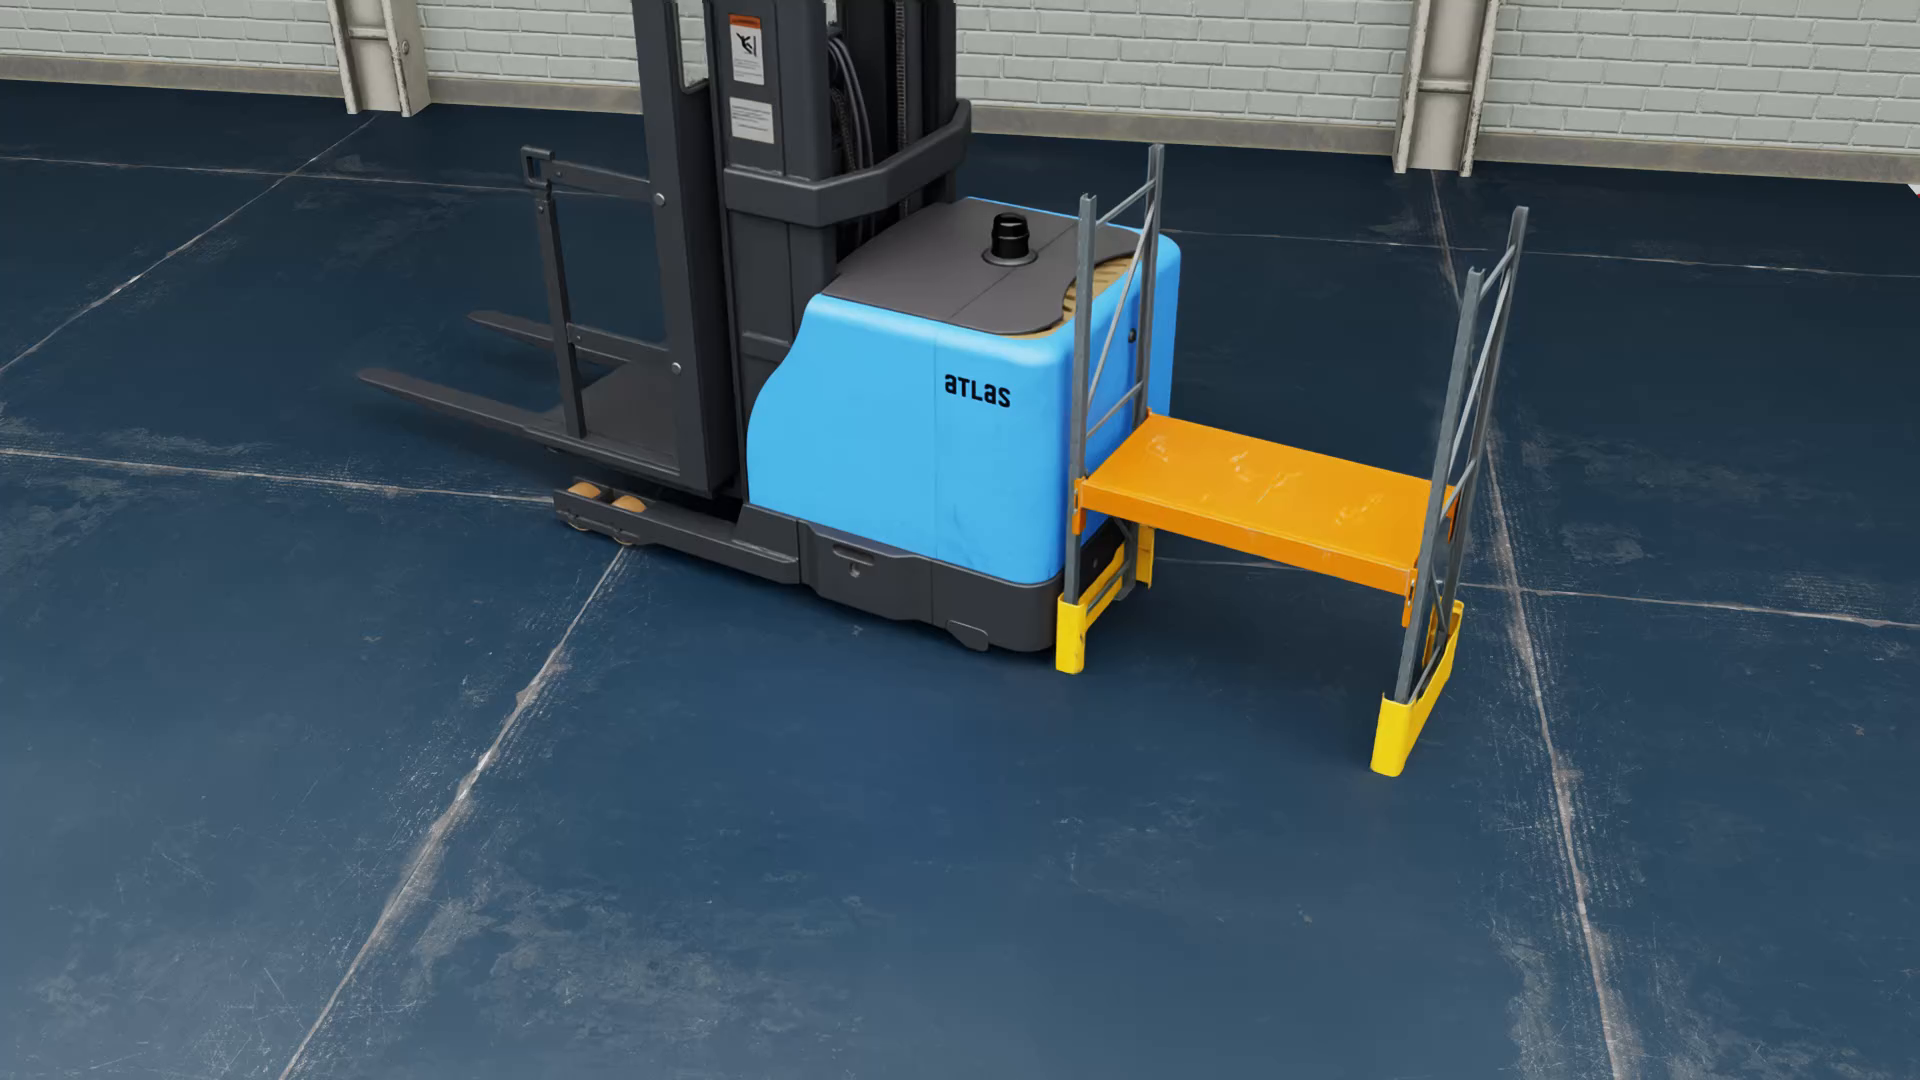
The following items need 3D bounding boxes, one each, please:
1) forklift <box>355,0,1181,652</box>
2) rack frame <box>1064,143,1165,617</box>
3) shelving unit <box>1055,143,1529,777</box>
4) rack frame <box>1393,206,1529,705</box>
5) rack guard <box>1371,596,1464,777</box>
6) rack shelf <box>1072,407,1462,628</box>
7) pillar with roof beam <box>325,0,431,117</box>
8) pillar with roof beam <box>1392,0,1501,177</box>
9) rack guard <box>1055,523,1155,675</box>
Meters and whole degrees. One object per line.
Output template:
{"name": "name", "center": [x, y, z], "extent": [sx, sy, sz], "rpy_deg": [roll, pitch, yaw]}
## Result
{"name": "forklift", "center": [-0.826, -1.452, 5.307], "extent": [3.031, 2.935, 1.130], "rpy_deg": [16, 36, 24]}
{"name": "rack frame", "center": [0.447, -0.372, 4.930], "extent": [0.032, 1.500, 0.500], "rpy_deg": [16, 36, 24]}
{"name": "shelving unit", "center": [0.900, -0.239, 4.718], "extent": [1.083, 1.500, 0.587], "rpy_deg": [16, 36, 24]}
{"name": "rack frame", "center": [1.337, -0.111, 4.513], "extent": [0.032, 1.500, 0.500], "rpy_deg": [16, 36, 24]}
{"name": "rack guard", "center": [1.335, 0.419, 4.845], "extent": [0.087, 0.250, 0.587], "rpy_deg": [16, 36, 24]}
{"name": "rack shelf", "center": [0.892, -0.089, 4.817], "extent": [1.000, 0.185, 0.538], "rpy_deg": [16, 36, 24]}
{"name": "pillar with roof beam", "center": [-4.095, -4.125, 3.859], "extent": [0.400, 9.000, 9.100], "rpy_deg": [5, 32, 8]}
{"name": "pillar with roof beam", "center": [1.820, -3.590, 3.004], "extent": [0.400, 9.000, 9.100], "rpy_deg": [5, 32, 8]}
{"name": "rack guard", "center": [0.464, 0.163, 5.254], "extent": [0.087, 0.250, 0.587], "rpy_deg": [16, 36, 24]}
